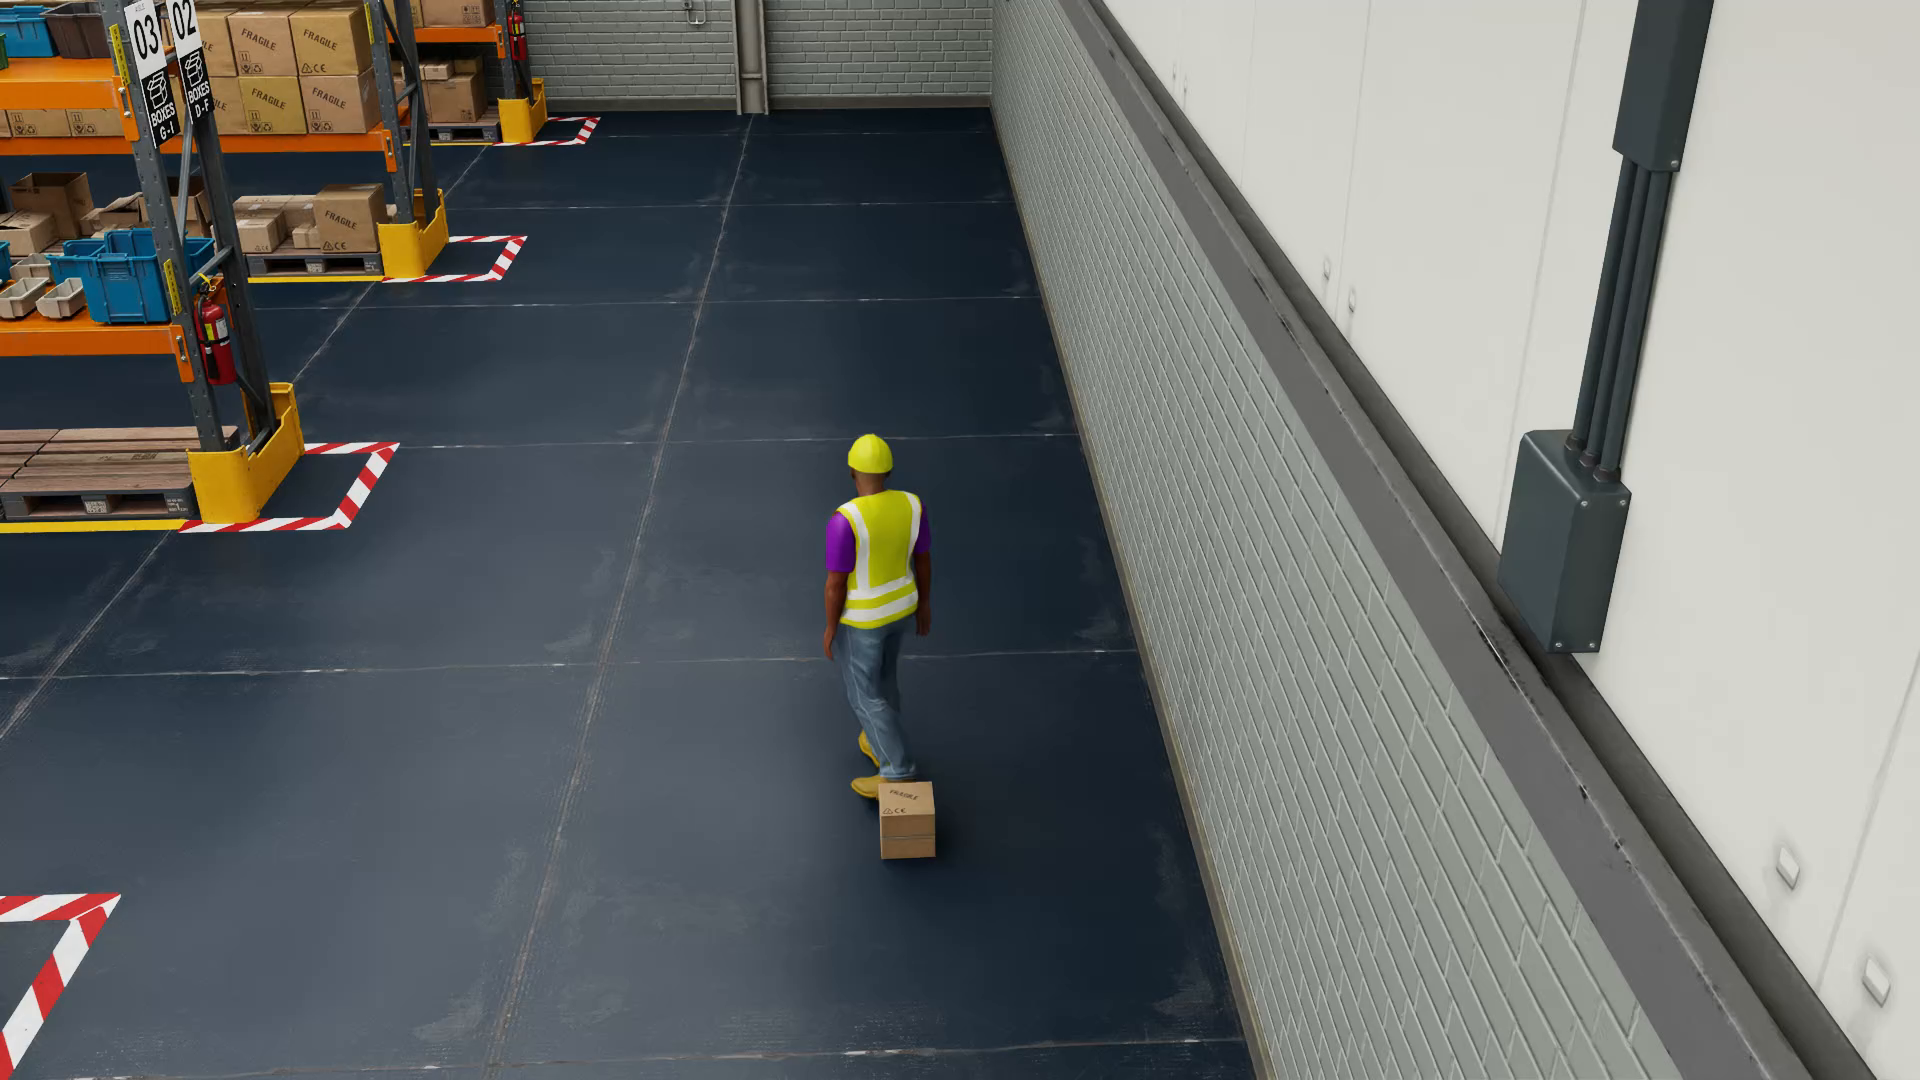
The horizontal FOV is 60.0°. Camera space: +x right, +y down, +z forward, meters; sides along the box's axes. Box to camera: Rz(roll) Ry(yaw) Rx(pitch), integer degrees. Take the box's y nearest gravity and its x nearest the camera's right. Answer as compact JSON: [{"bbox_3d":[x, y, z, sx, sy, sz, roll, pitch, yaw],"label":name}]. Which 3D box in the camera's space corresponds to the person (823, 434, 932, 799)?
[{"bbox_3d":[-0.362,0.368,7.891,0.607,1.755,0.580,-23,35,-37],"label":"person"}]
